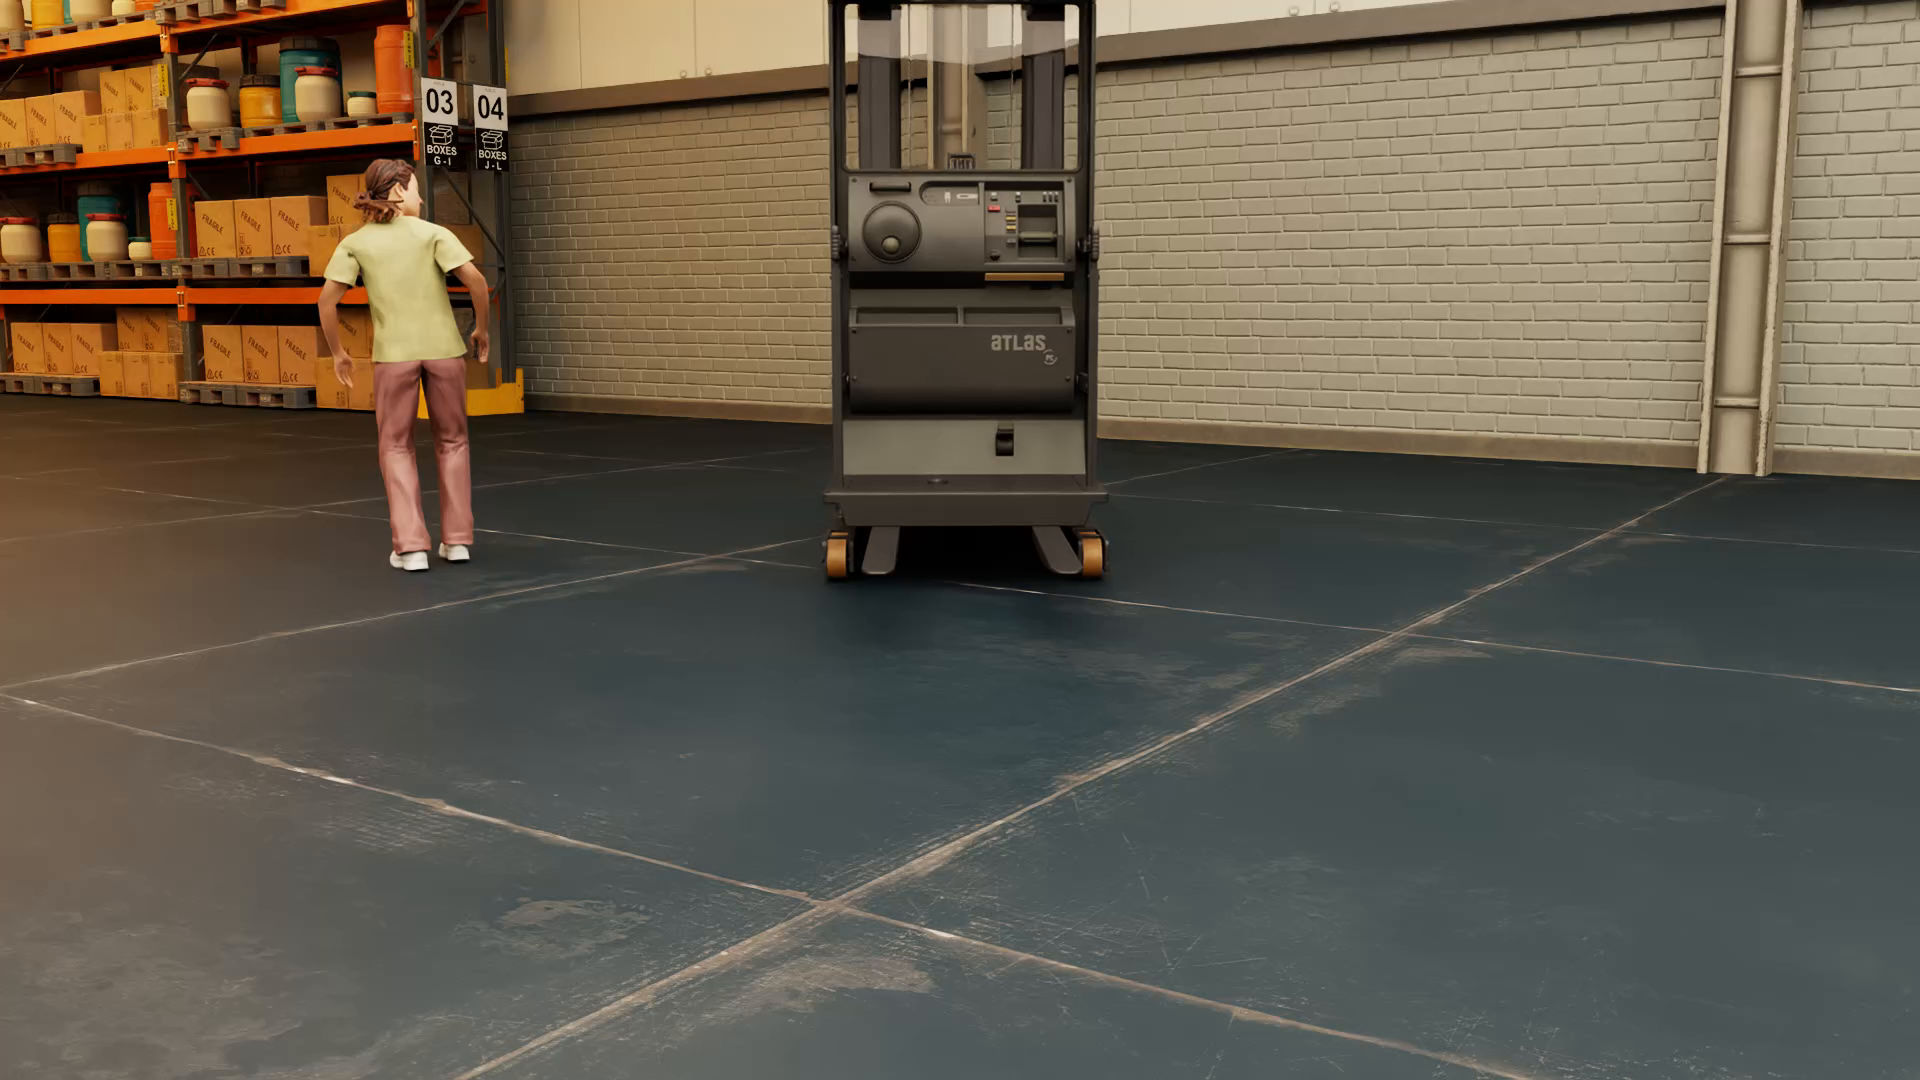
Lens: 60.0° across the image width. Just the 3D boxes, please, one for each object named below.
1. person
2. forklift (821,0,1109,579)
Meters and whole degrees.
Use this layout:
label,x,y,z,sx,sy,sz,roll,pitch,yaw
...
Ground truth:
label,x,y,z,sx,sy,sz,roll,pitch,yaw
person,-2.256,-0.713,6.786,0.655,1.648,0.485,-3,9,-20
forklift,0.014,-1.339,6.609,1.130,2.935,3.031,0,8,-1
